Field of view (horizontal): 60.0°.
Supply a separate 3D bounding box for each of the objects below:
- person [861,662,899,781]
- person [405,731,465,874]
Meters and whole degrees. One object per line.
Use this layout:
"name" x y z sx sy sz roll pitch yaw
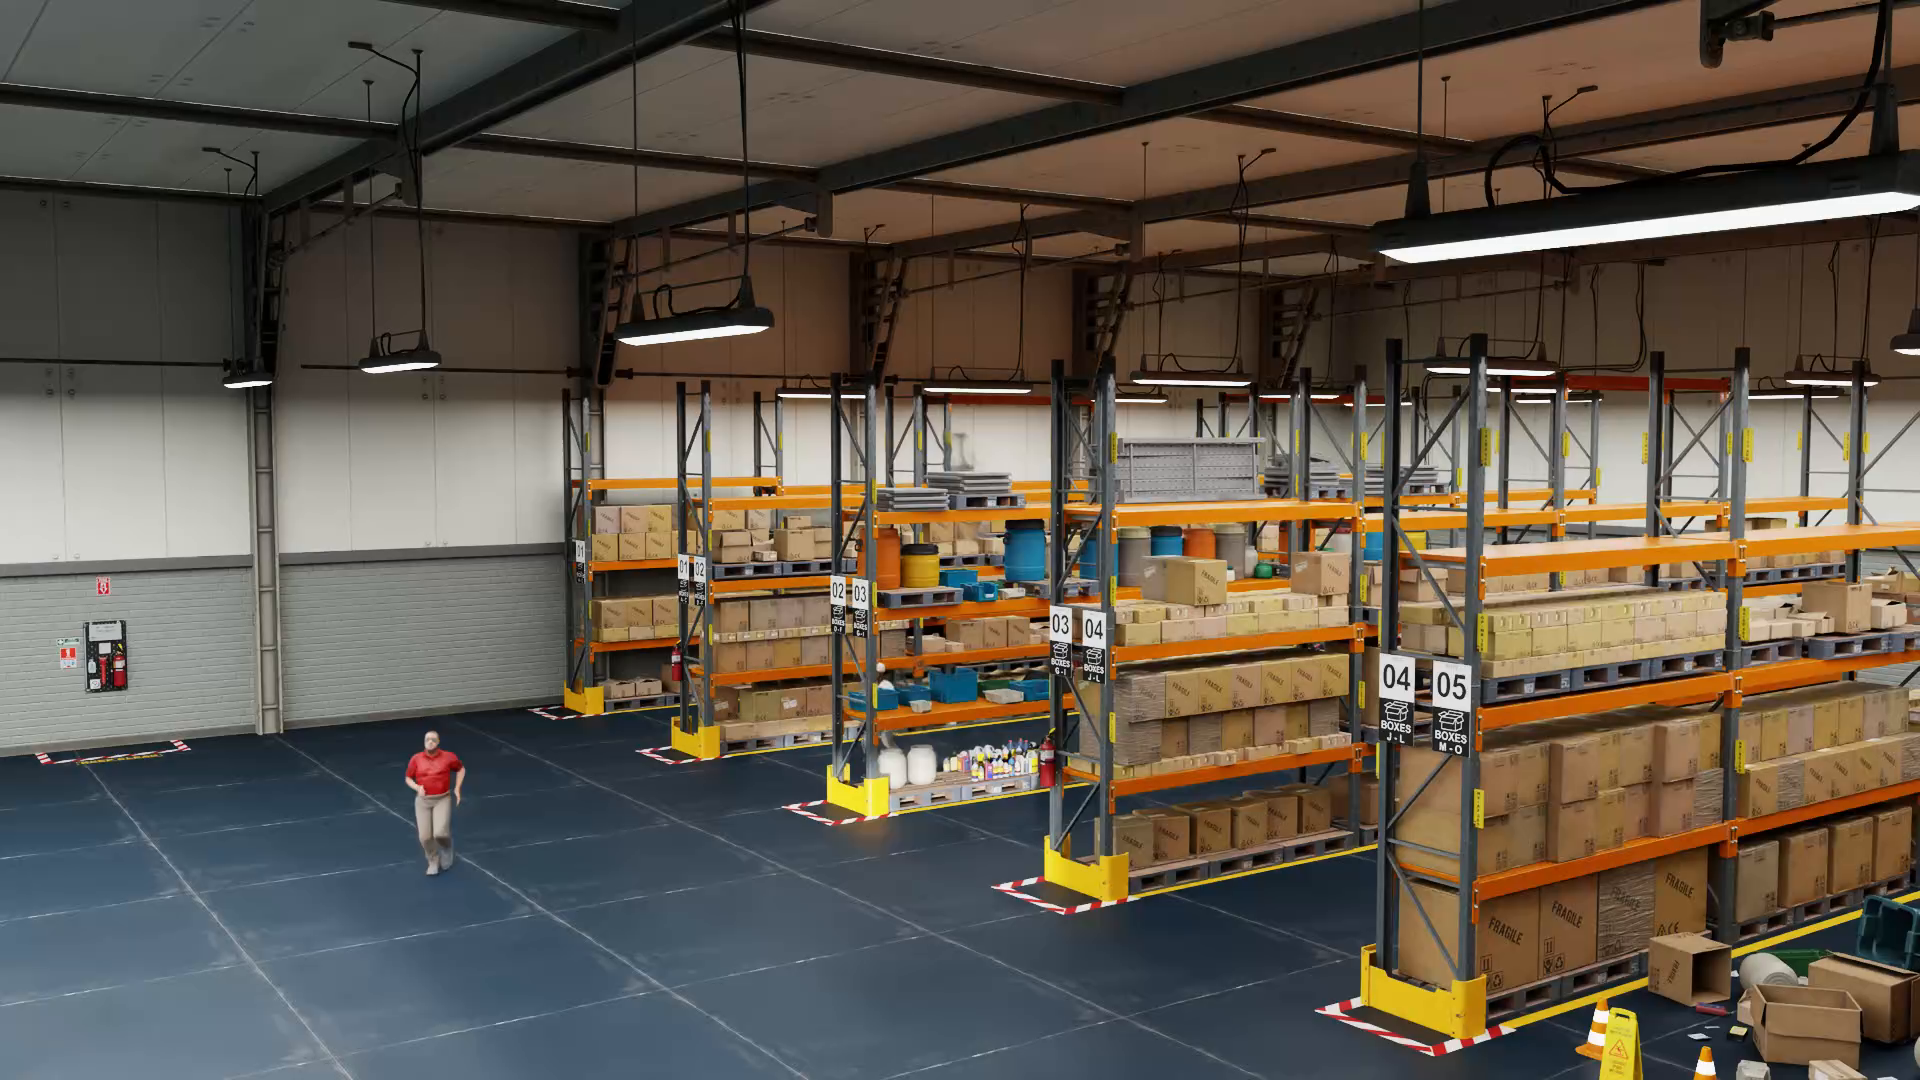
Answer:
"person" -1.160 2.709 24.778 0.606 1.801 0.839 4 5 45
"person" -6.133 3.108 19.373 0.652 1.618 0.597 -1 4 -8
